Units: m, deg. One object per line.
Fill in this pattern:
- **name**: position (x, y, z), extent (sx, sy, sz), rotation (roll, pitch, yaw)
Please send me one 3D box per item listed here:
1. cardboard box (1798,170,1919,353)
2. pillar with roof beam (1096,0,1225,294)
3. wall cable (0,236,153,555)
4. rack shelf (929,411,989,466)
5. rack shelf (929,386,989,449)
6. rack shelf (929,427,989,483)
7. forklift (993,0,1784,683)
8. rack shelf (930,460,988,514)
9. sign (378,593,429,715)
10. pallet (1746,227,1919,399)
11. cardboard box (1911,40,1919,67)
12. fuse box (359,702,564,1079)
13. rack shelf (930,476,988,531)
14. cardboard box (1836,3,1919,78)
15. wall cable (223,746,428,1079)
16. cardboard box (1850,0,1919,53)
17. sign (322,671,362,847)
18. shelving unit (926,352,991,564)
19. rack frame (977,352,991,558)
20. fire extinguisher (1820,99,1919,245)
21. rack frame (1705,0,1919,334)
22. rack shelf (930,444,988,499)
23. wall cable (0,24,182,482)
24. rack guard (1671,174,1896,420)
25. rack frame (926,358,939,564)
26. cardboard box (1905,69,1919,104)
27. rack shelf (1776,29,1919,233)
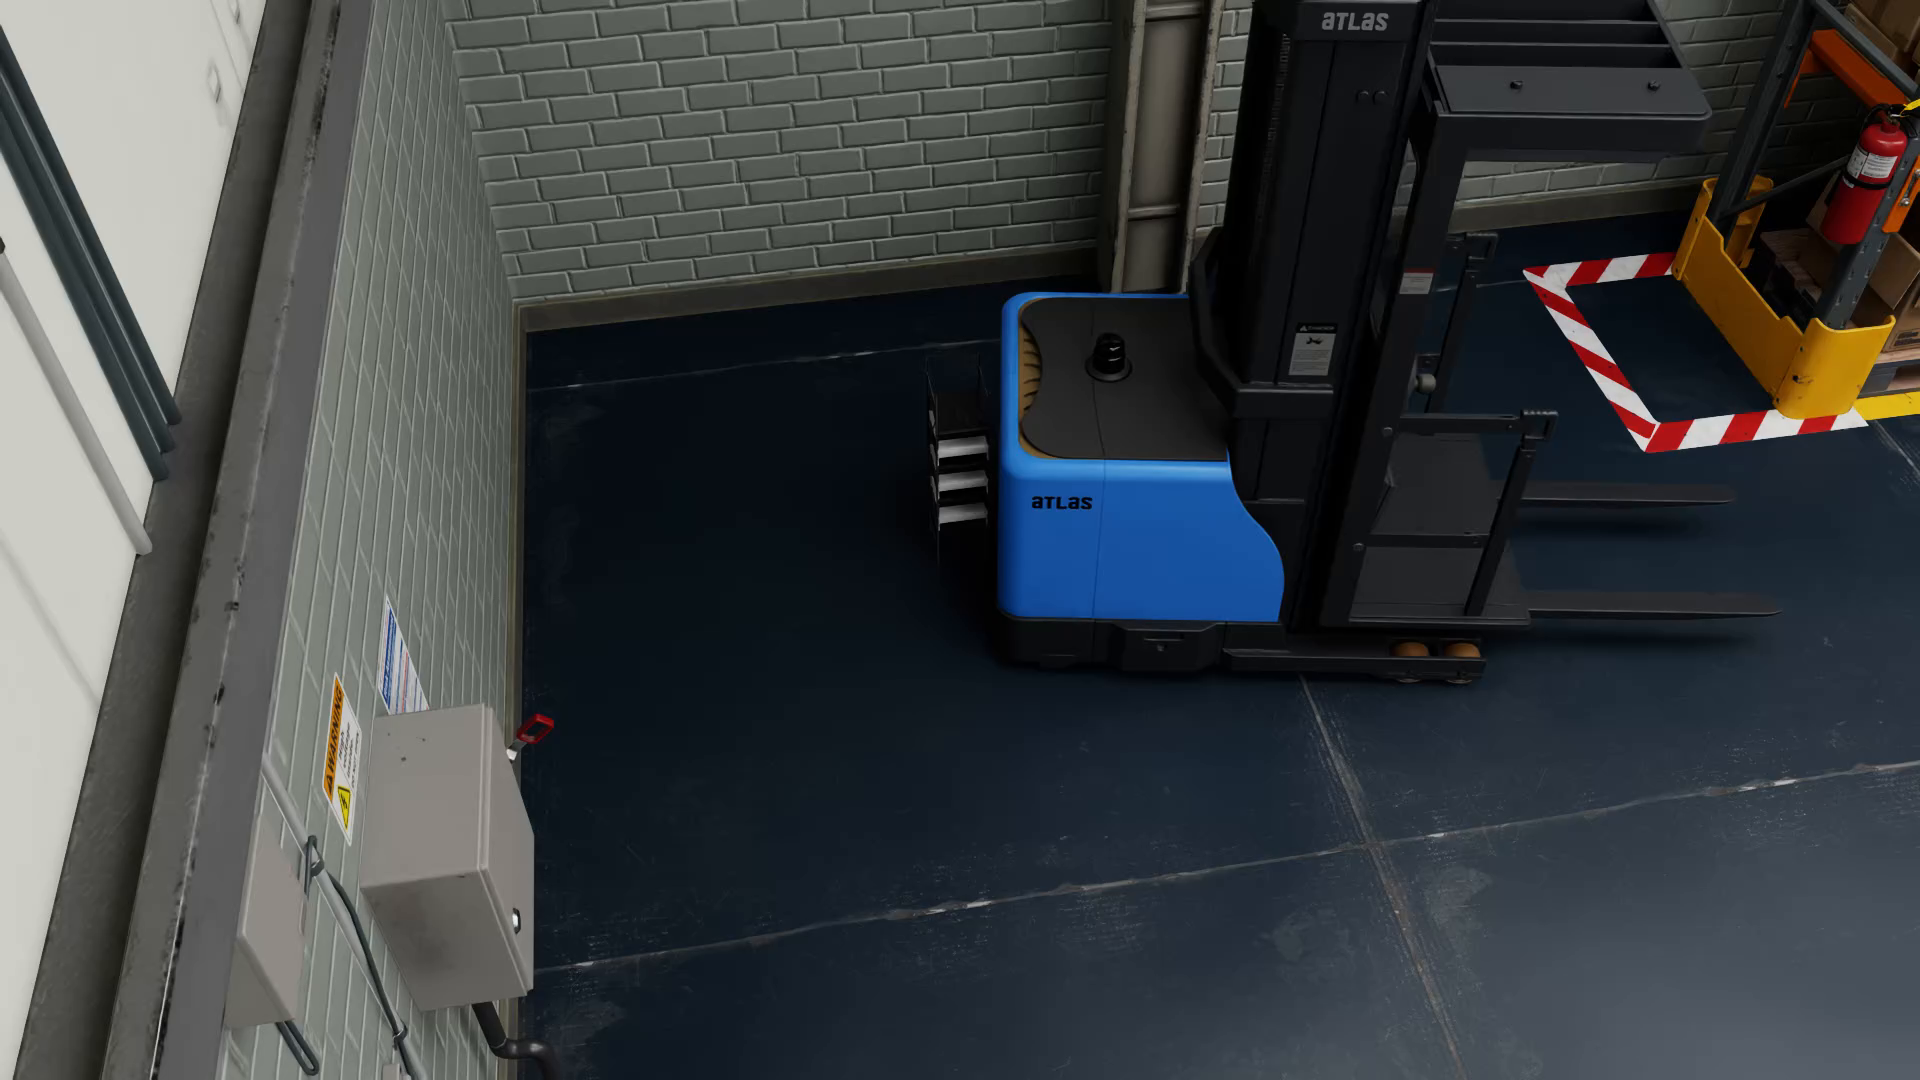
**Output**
- **cardboard box**: position (4.318, -1.288, 7.543), extent (0.637, 0.503, 0.797), rotation (-9, 47, -8)
- **pillar with roof beam**: position (1.622, -1.336, 1.981), extent (0.400, 9.000, 9.100), rotation (-7, 46, -7)
- **wall cable**: position (-1.134, -0.196, 0.883), extent (0.029, 3.000, 2.355), rotation (-7, 46, -7)
- **rack shelf**: position (-0.008, -0.413, 6.512), extent (0.200, 0.077, 0.258), rotation (-7, 46, -7)
- **rack shelf**: position (-0.008, -0.475, 6.448), extent (0.200, 0.077, 0.258), rotation (-7, 46, -7)
- **rack shelf**: position (-0.008, -0.351, 6.577), extent (0.200, 0.077, 0.258), rotation (-7, 46, -7)
- **forklift**: position (1.652, -0.855, 5.732), extent (3.031, 2.935, 1.130), rotation (1, 46, 1)
- **rack shelf**: position (-0.008, -0.226, 6.707), extent (0.200, 0.077, 0.258), rotation (-7, 46, -7)
- **sign**: position (-1.506, 0.430, 4.512), extent (0.001, 0.494, 0.329), rotation (-7, 46, -7)
- **pallet**: position (4.559, -1.141, 7.896), extent (1.213, 0.211, 1.003), rotation (-7, 46, -7)
- **cardboard box**: position (4.192, -1.916, 6.604), extent (0.500, 0.250, 0.500), rotation (-7, 46, -7)
- **fuse box**: position (-1.218, 1.169, 4.629), extent (0.414, 1.711, 0.539), rotation (-7, 46, -7)
- **rack shelf**: position (-0.008, -0.163, 6.772), extent (0.200, 0.077, 0.258), rotation (-7, 46, -7)
- **cardboard box**: position (3.980, -2.144, 7.101), extent (0.250, 0.149, 0.380), rotation (-8, 47, -7)
- **wall cable**: position (-1.257, 0.873, 3.314), extent (0.122, 1.984, 0.588), rotation (-7, 46, -7)
- **cardboard box**: position (4.107, -2.296, 6.970), extent (0.500, 0.250, 0.500), rotation (-6, 46, -6)
- **sign**: position (-1.412, 0.500, 3.805), extent (0.001, 0.242, 0.339), rotation (-7, 46, -7)
- **shelving unit**: position (-0.008, -0.311, 6.618), extent (0.210, 0.900, 0.258), rotation (-7, 46, -7)
- **rack frame**: position (0.092, -0.324, 6.630), extent (0.006, 0.900, 0.240), rotation (-7, 46, -7)
- **fire extinguisher**: position (3.633, -1.498, 6.616), extent (0.183, 0.674, 0.296), rotation (-7, 46, -7)
- **rack frame**: position (3.699, -2.000, 6.788), extent (0.127, 3.000, 1.000), rotation (-7, 46, -7)
- **rack shelf**: position (-0.008, -0.288, 6.642), extent (0.200, 0.077, 0.258), rotation (-7, 46, -7)
- **wall cable**: position (-1.571, -2.190, 2.779), extent (0.133, 3.039, 2.988), rotation (-7, 46, -7)
- **rack guard**: position (3.774, -1.143, 7.697), extent (0.348, 0.500, 1.175), rotation (-7, 46, -7)
- **rack frame**: position (-0.108, -0.299, 6.606), extent (0.006, 0.900, 0.240), rotation (-7, 46, -7)
- **cardboard box**: position (4.070, -1.759, 6.729), extent (0.250, 0.149, 0.380), rotation (-7, 47, -7)
- **rack shelf**: position (5.670, -1.996, 7.283), extent (4.000, 0.370, 1.077), rotation (-7, 46, -7)
